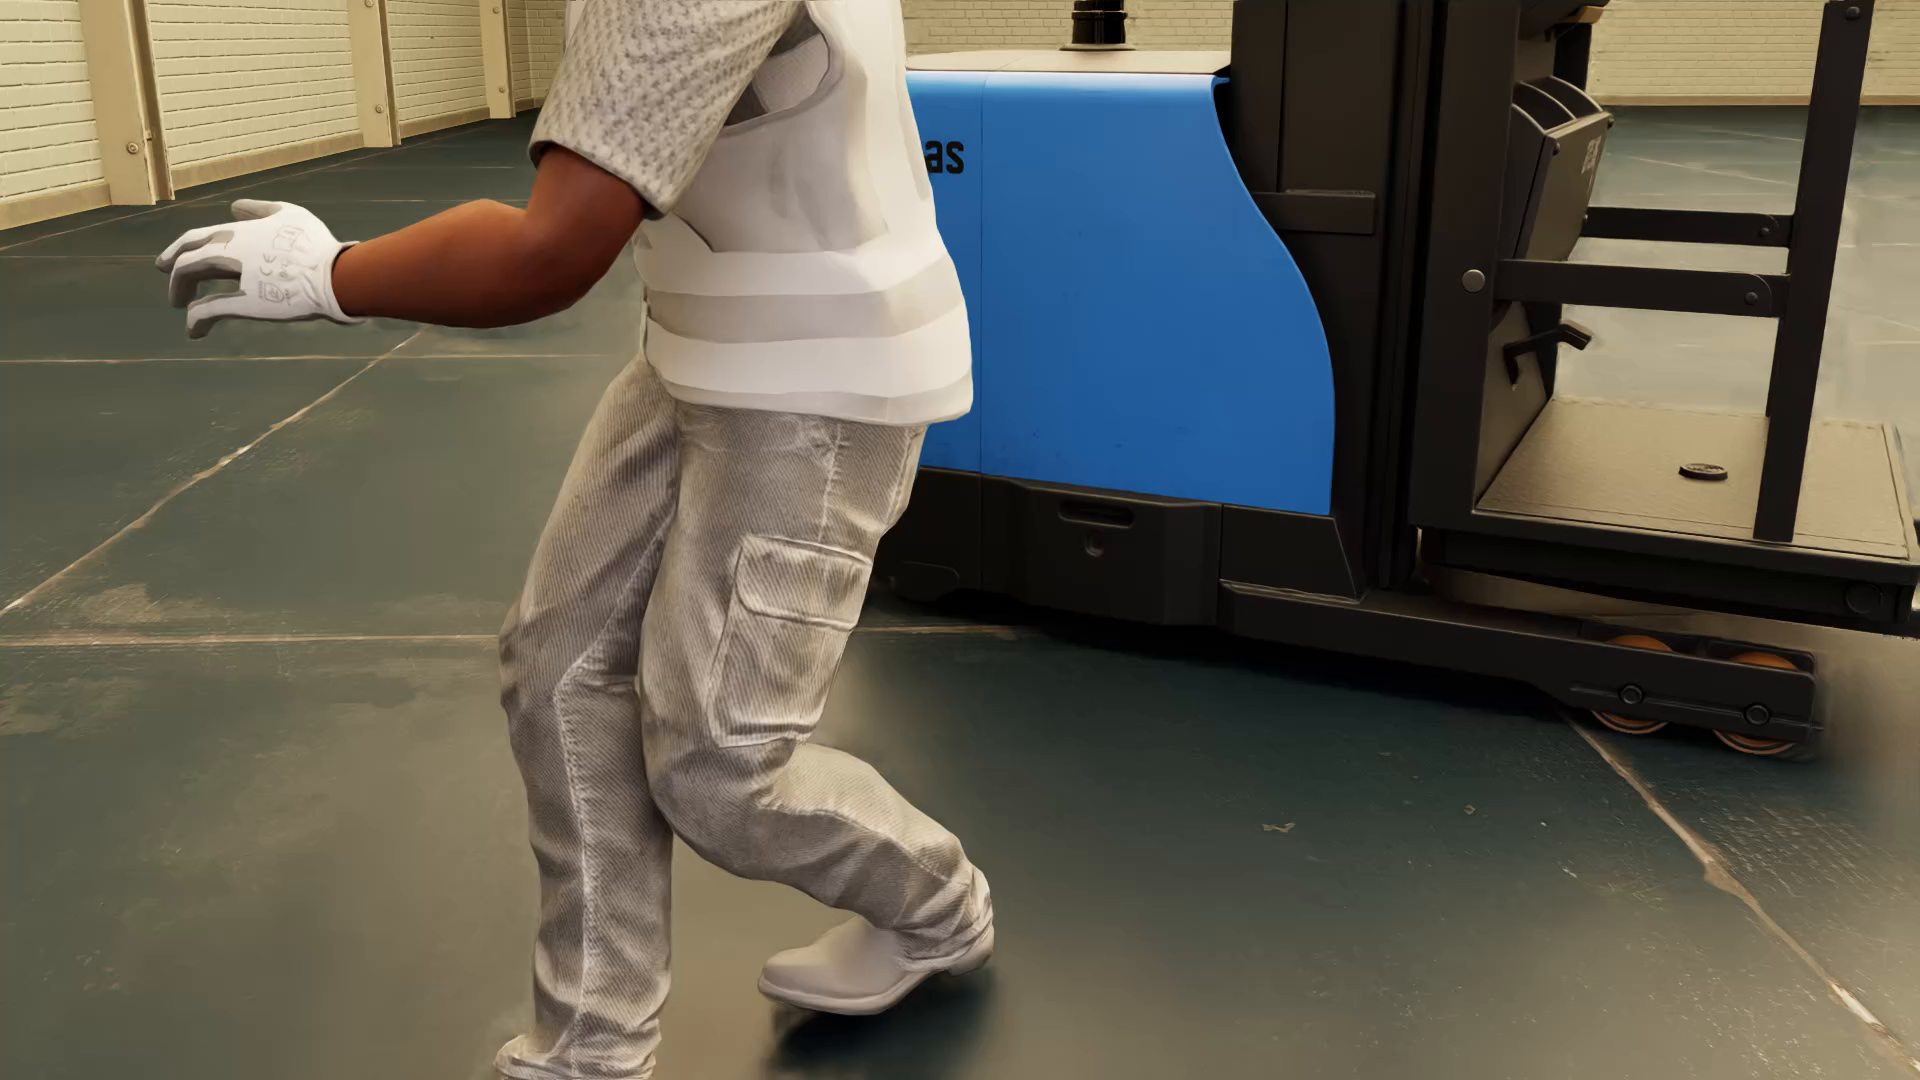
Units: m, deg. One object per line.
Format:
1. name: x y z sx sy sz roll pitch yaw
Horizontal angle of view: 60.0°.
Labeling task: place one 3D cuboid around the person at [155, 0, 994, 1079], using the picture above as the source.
1. person: -0.369 -0.188 1.776 0.841 1.646 0.841 -6 18 -19
